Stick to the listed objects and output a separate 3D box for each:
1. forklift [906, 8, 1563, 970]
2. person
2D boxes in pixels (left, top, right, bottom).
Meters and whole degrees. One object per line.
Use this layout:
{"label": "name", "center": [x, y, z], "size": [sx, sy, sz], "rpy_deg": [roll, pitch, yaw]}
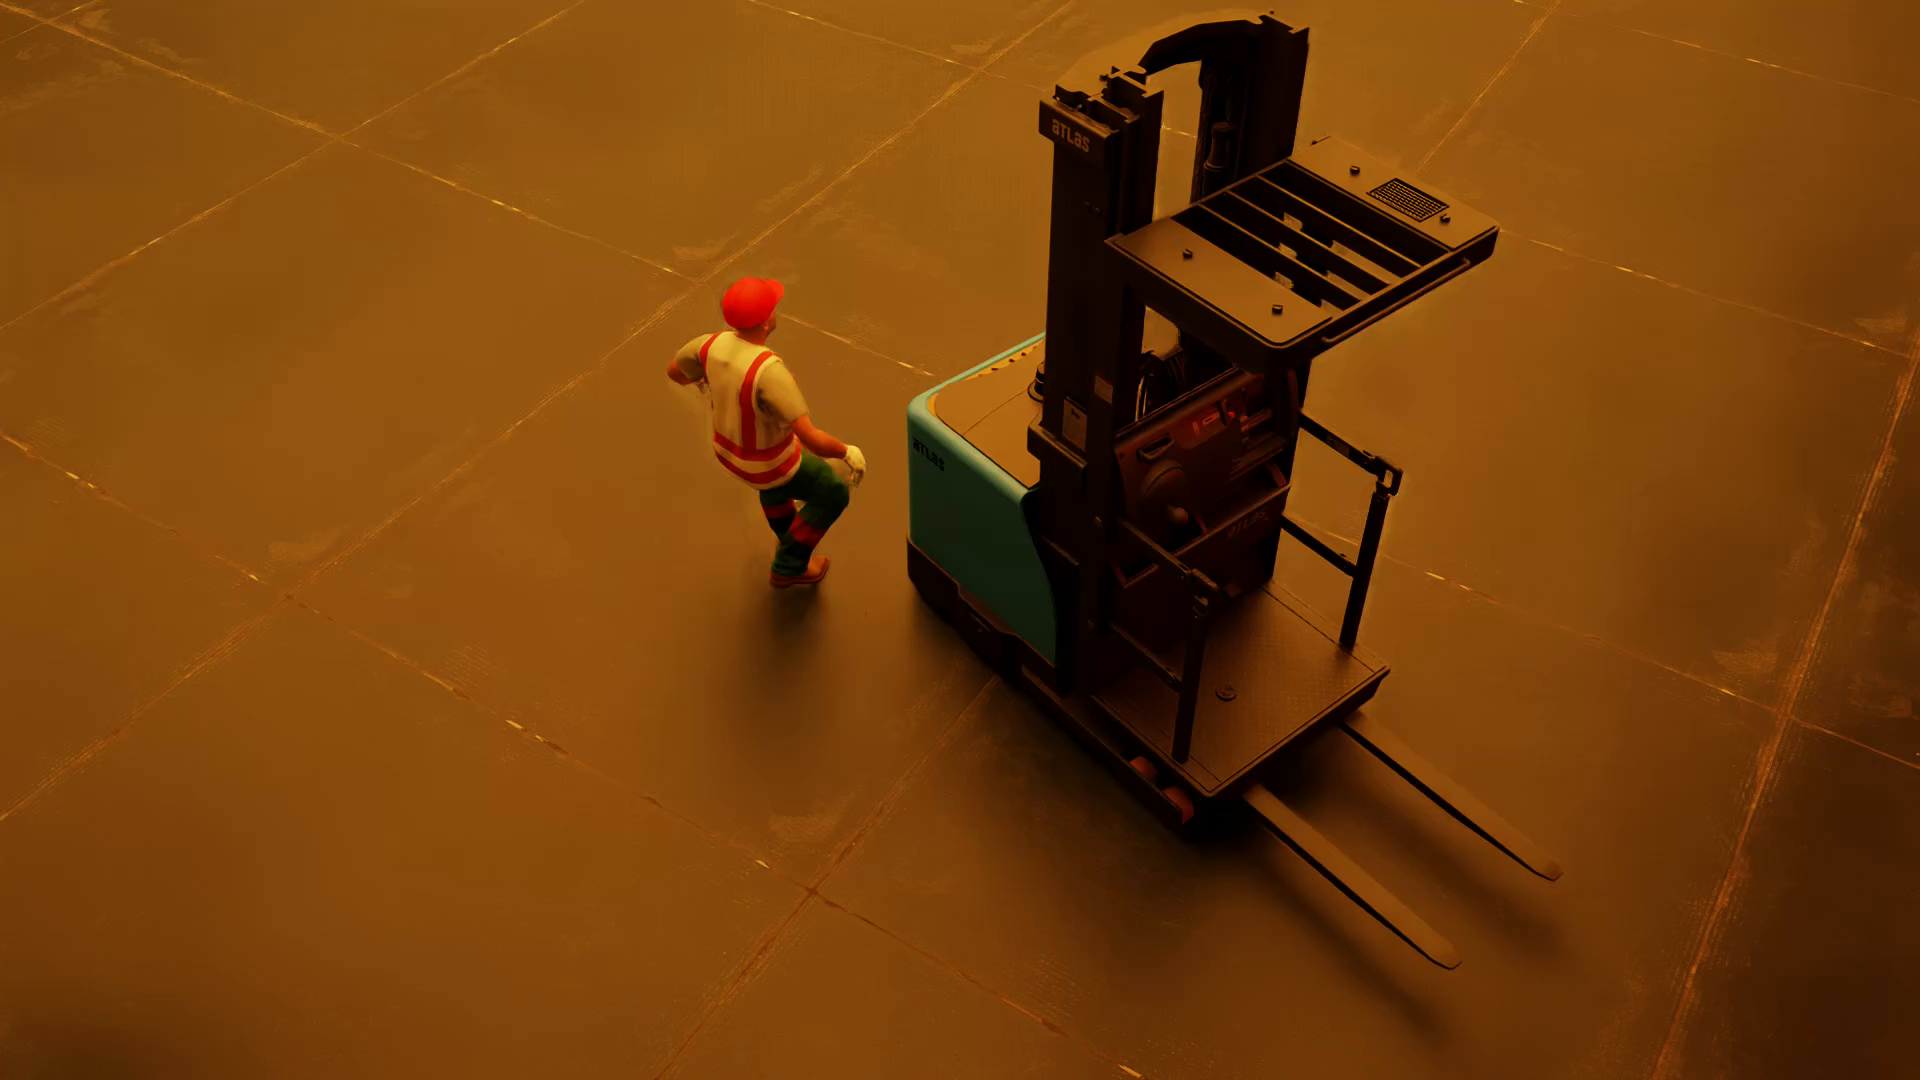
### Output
{"label": "forklift", "center": [1.078, -0.297, 6.162], "size": [1.130, 2.935, 3.031], "rpy_deg": [-29, 51, -27]}
{"label": "person", "center": [-0.749, -0.460, 7.247], "size": [0.683, 1.722, 0.998], "rpy_deg": [-34, 53, -30]}
